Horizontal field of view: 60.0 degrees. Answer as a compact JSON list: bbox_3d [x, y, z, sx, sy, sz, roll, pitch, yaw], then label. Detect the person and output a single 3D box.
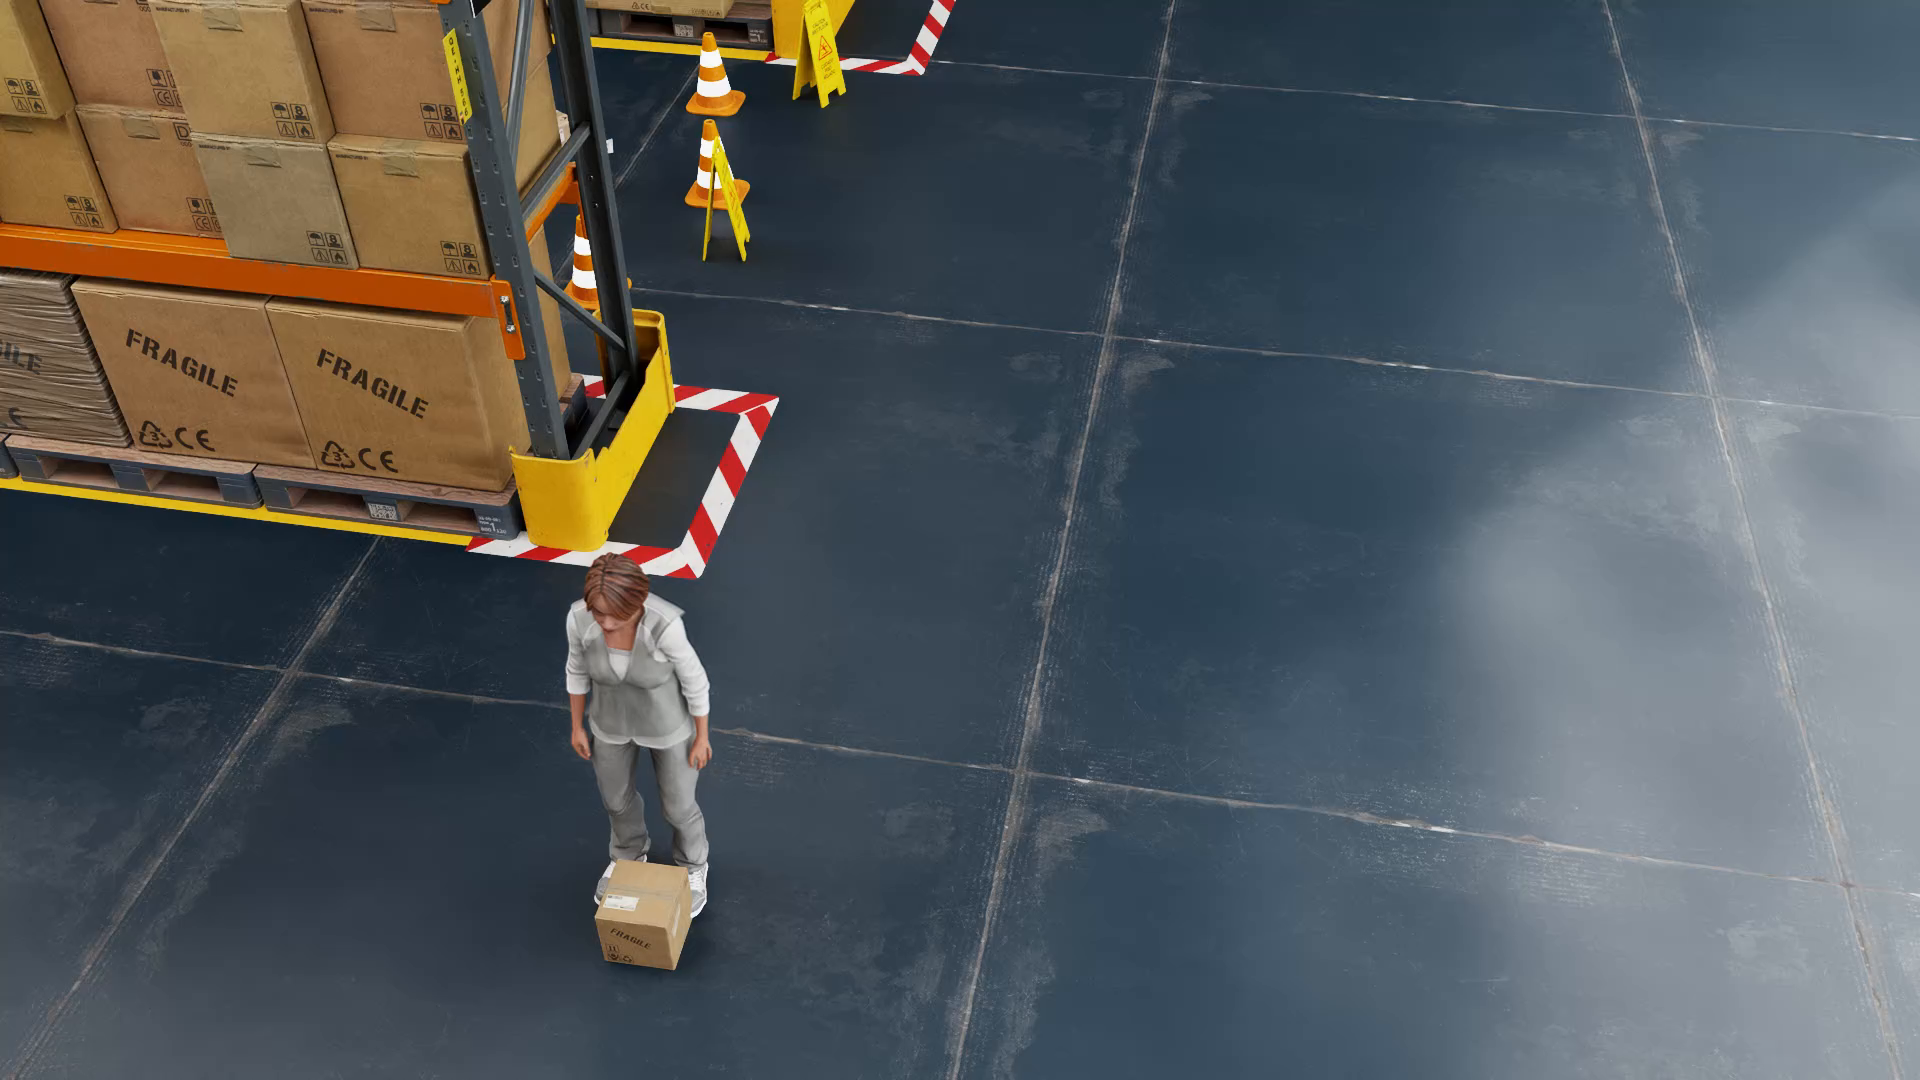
[{"bbox_3d":[-1.043,0.623,5.451,0.482,1.594,0.342,5,41,6],"label":"person"}]
